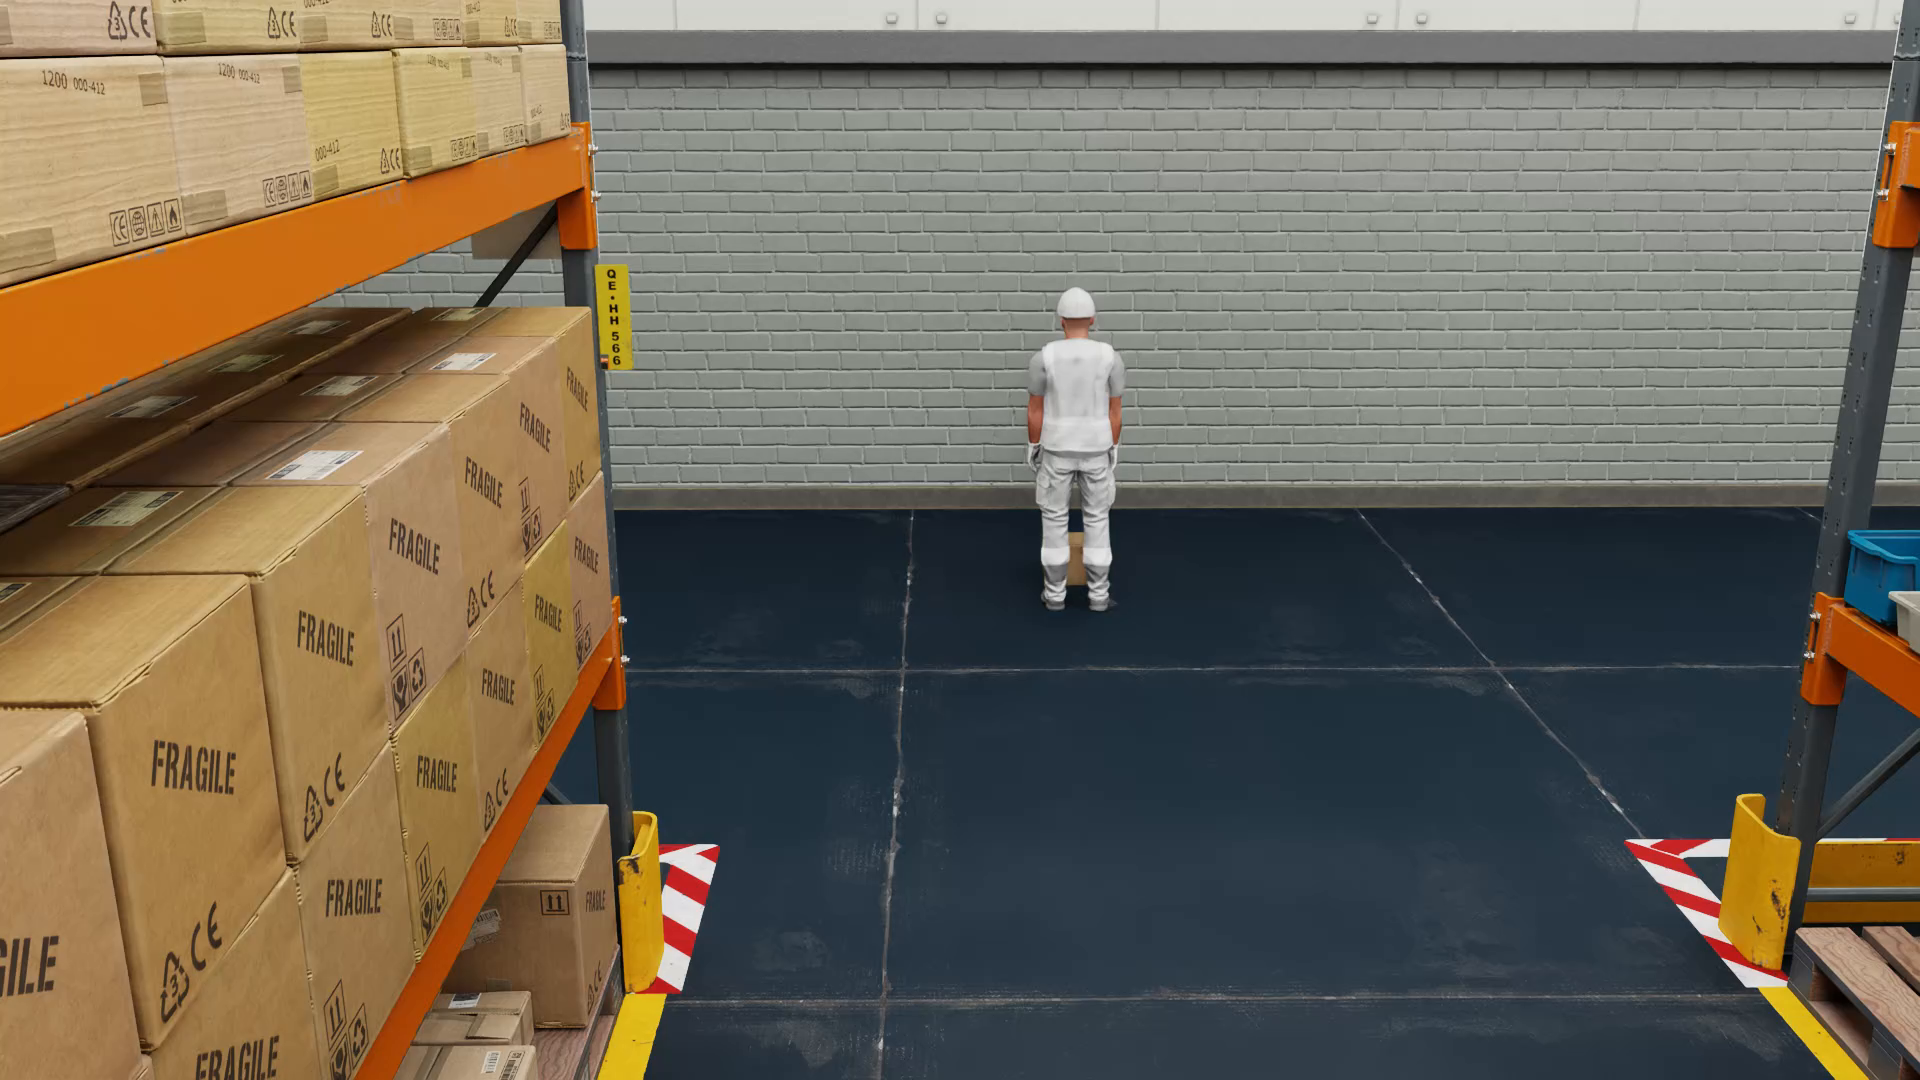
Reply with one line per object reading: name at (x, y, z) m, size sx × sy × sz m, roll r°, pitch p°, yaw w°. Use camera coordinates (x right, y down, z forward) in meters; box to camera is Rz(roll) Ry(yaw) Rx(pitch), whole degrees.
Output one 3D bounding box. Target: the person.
person at (0.625, -0.486, 9.110) m, size 0.526 × 1.789 × 0.338 m, roll 0°, pitch 17°, yaw 0°
